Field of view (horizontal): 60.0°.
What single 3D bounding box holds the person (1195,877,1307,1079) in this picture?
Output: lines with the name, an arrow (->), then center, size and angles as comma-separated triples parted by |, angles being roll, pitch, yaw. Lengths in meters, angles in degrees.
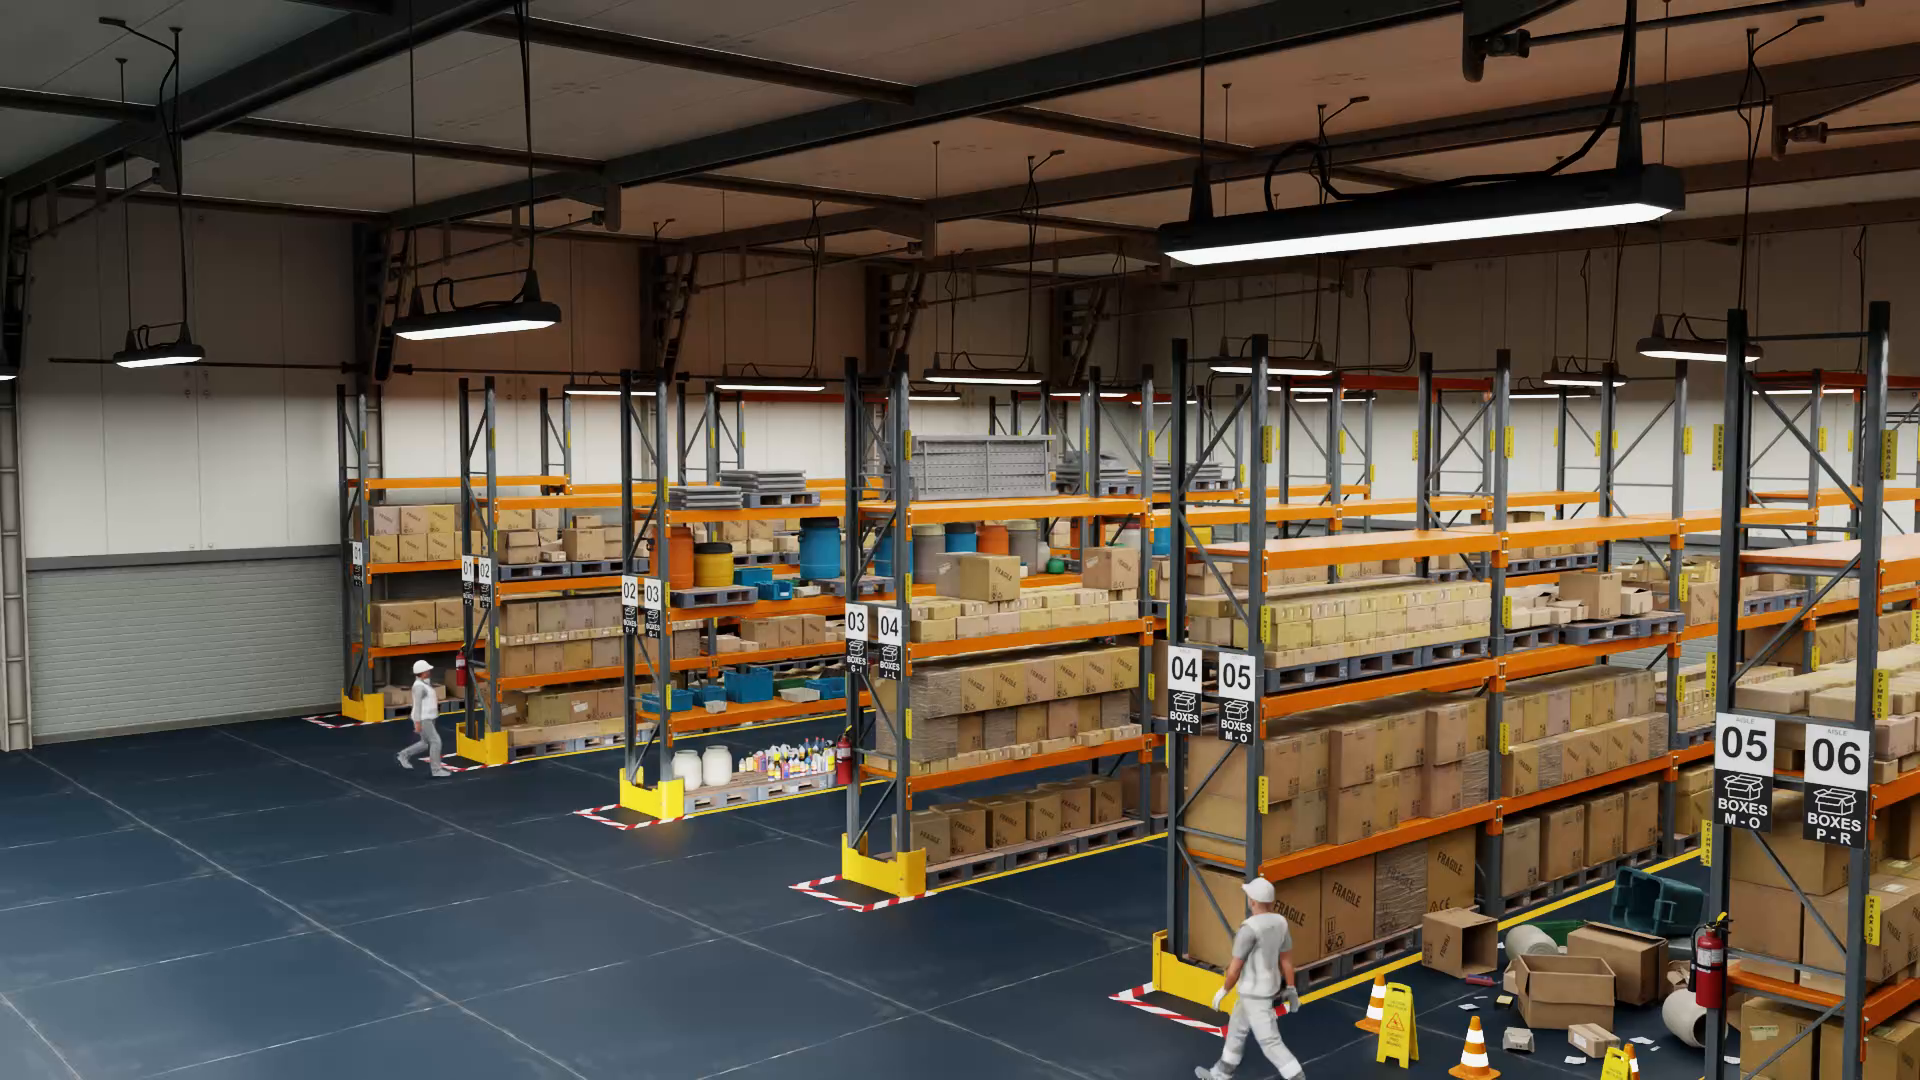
person -> 2.247, 3.454, 12.724 | 1.063, 1.753, 0.494 | 2, 4, 27

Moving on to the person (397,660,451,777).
person -> -8.033, 2.654, 24.830 | 0.926, 1.733, 0.550 | 0, 4, 7
